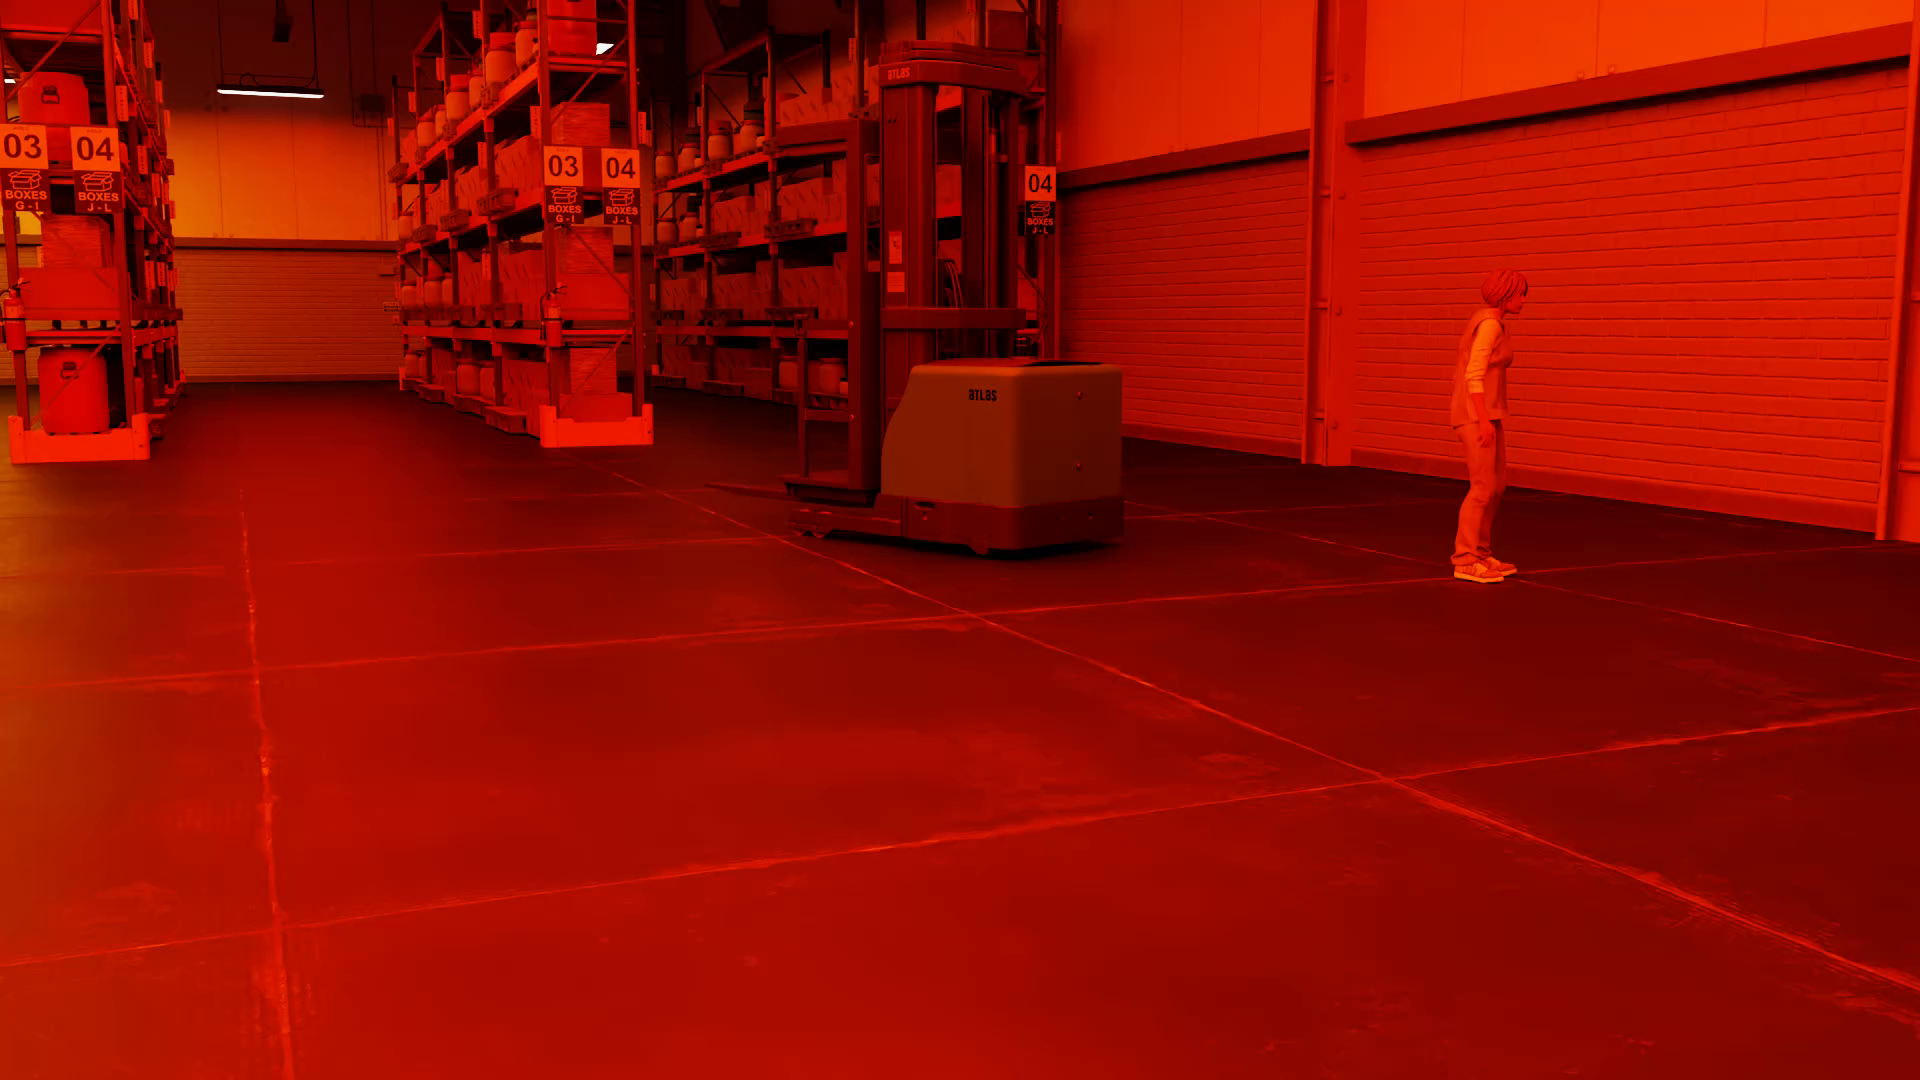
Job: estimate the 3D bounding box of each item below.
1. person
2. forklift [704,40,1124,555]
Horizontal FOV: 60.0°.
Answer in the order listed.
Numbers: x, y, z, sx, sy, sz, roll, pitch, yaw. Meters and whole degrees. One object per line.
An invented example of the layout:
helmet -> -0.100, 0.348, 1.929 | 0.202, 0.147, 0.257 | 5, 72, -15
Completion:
person -> 2.713, -0.595, 8.586 | 0.347, 1.591, 0.481 | 4, 8, 27
forklift -> -0.436, -1.509, 10.383 | 3.031, 2.935, 1.130 | 7, 10, 44
